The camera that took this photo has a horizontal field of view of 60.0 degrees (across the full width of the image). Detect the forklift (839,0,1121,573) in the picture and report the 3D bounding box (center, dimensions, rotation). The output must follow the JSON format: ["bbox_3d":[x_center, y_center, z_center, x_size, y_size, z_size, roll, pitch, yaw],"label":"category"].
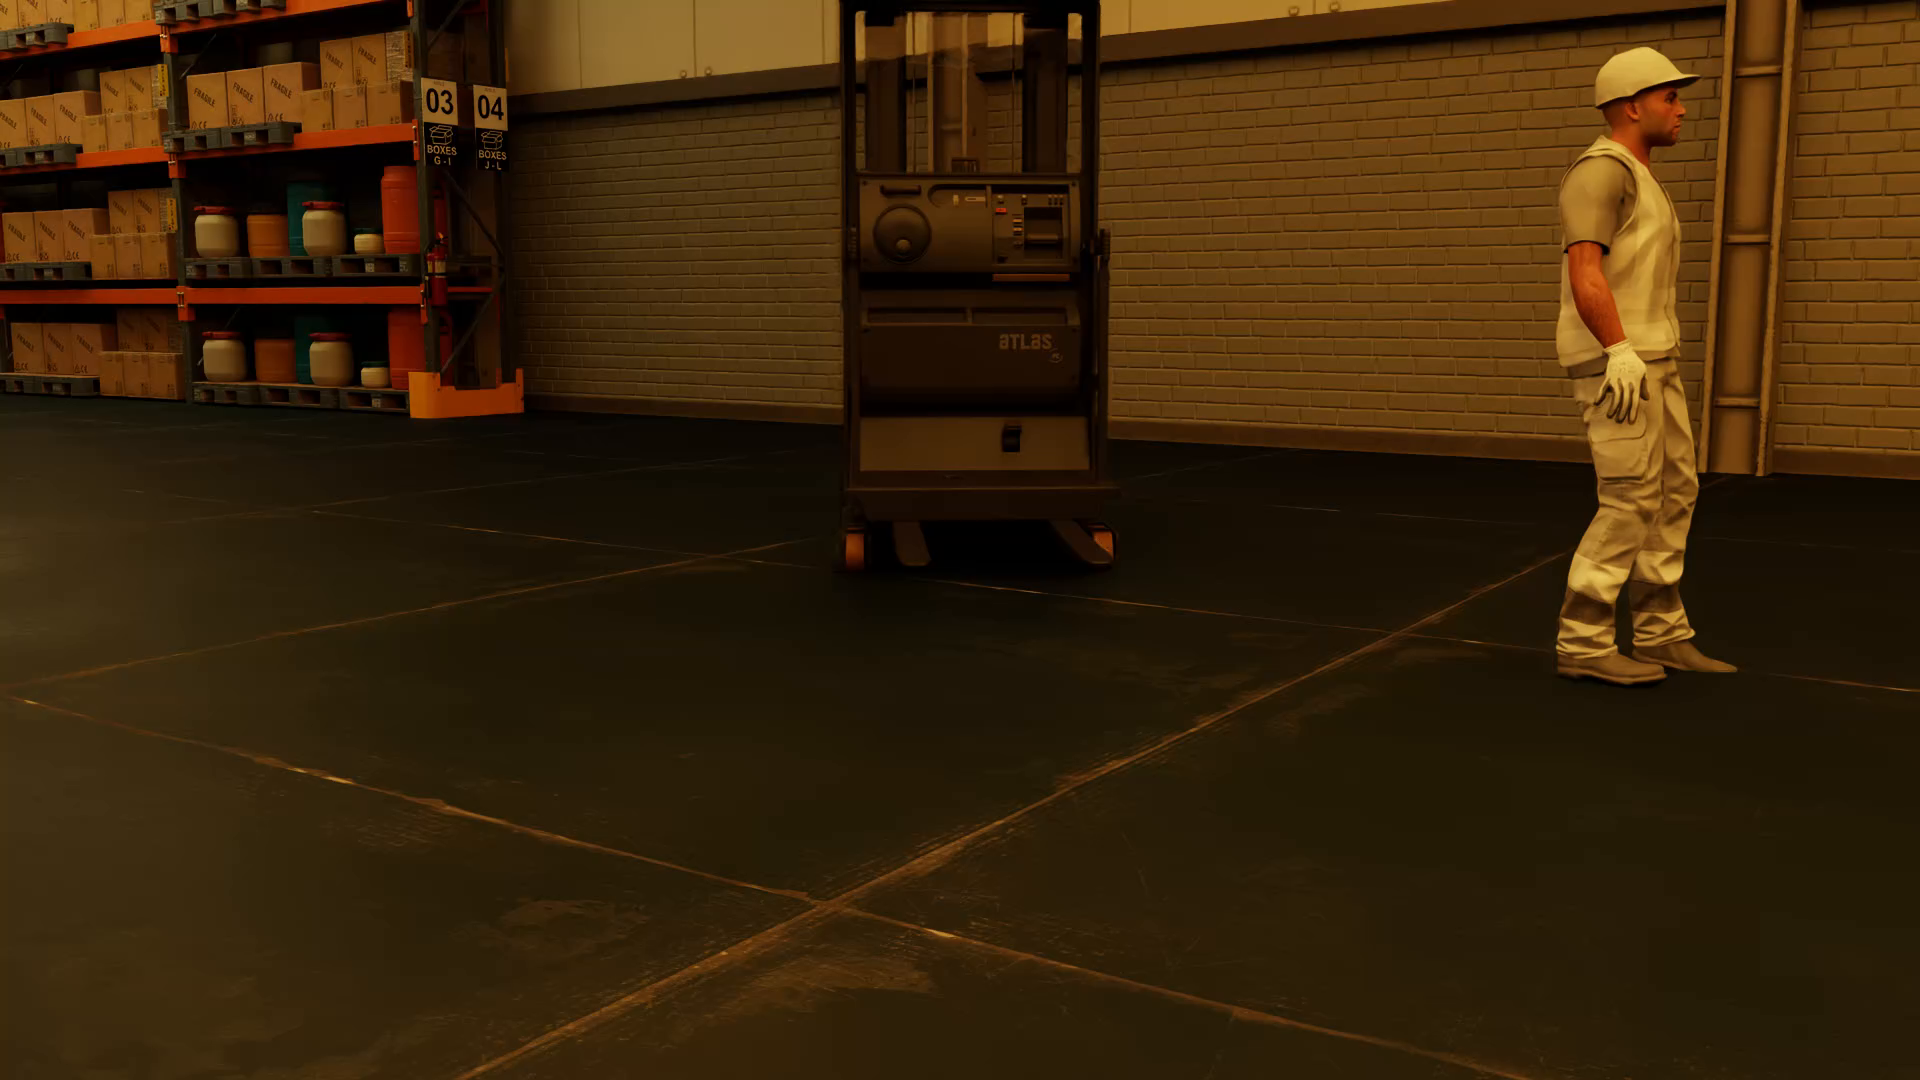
[{"bbox_3d":[0.058,-1.364,6.786,1.130,2.935,3.031,-1,8,-4],"label":"forklift"}]

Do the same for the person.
[{"bbox_3d":[1.963,-0.473,4.727,0.506,1.814,0.630,5,10,33],"label":"person"}]
